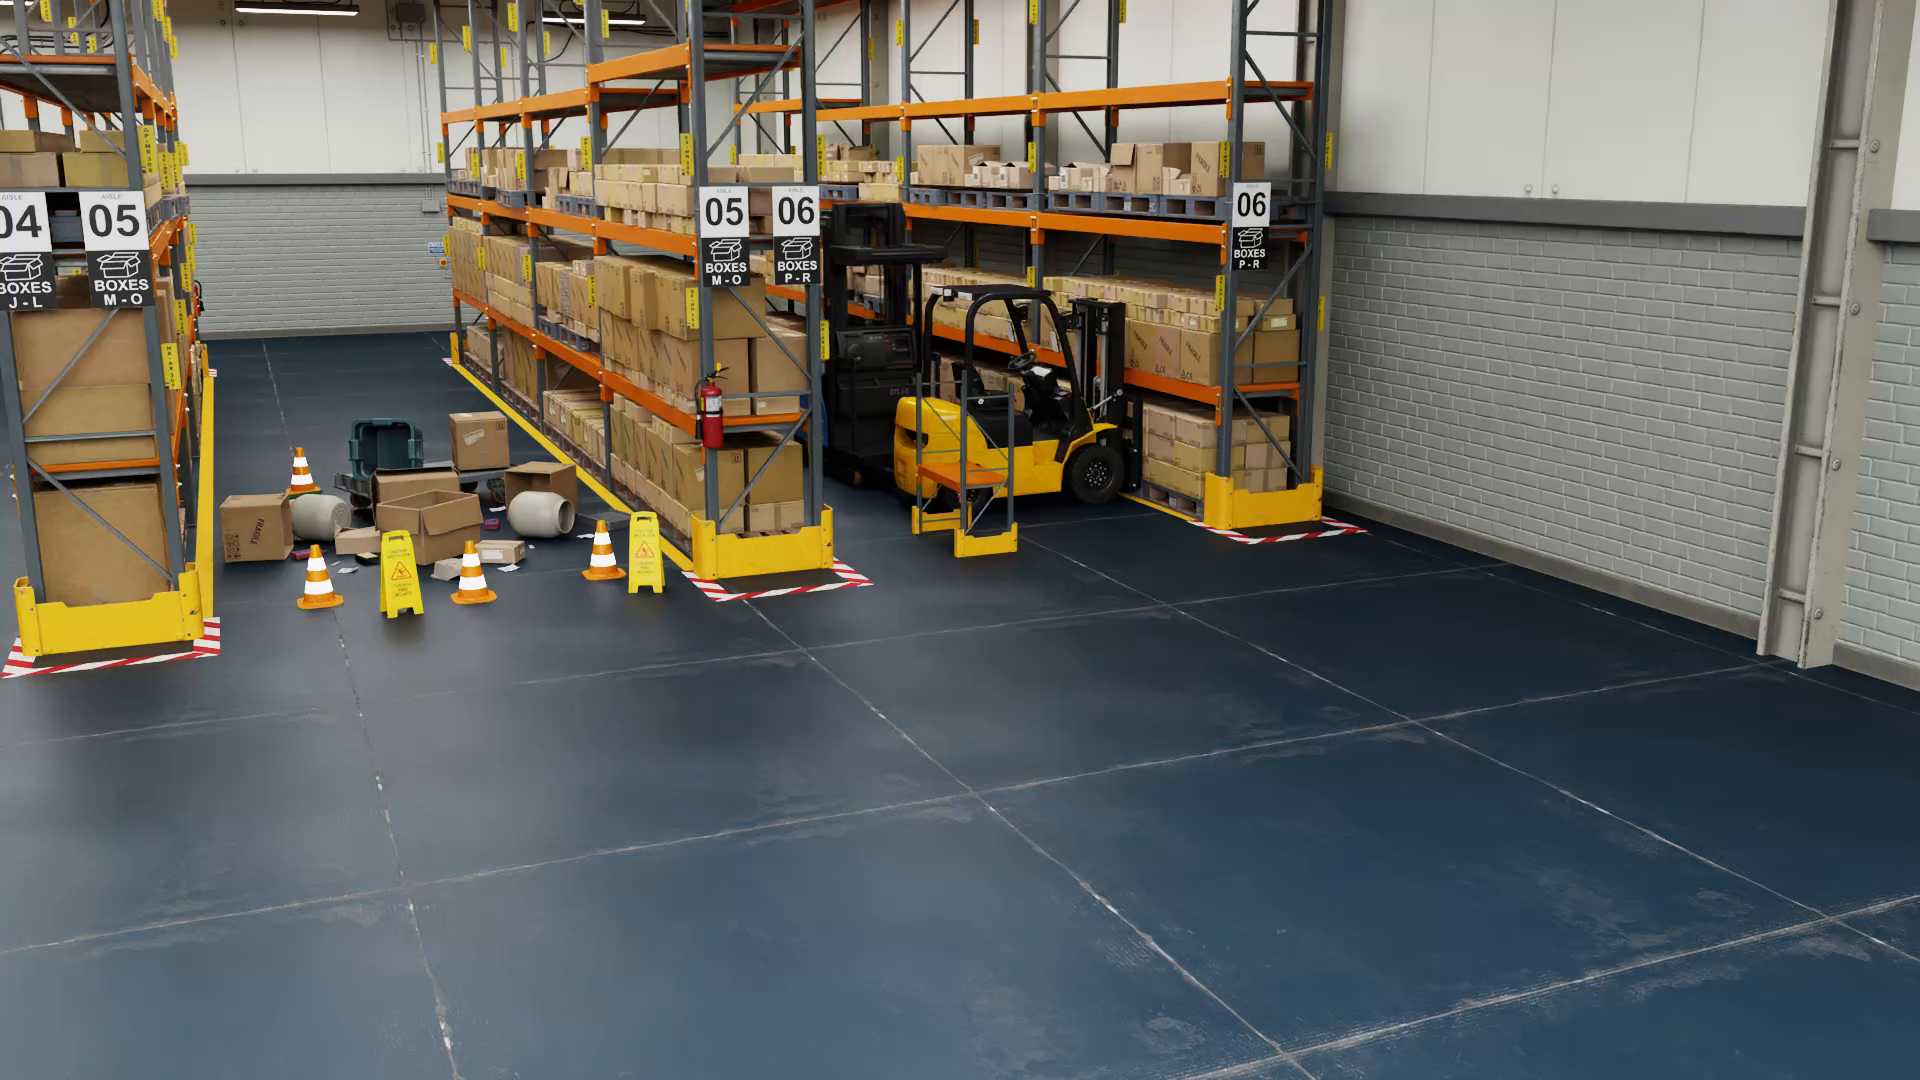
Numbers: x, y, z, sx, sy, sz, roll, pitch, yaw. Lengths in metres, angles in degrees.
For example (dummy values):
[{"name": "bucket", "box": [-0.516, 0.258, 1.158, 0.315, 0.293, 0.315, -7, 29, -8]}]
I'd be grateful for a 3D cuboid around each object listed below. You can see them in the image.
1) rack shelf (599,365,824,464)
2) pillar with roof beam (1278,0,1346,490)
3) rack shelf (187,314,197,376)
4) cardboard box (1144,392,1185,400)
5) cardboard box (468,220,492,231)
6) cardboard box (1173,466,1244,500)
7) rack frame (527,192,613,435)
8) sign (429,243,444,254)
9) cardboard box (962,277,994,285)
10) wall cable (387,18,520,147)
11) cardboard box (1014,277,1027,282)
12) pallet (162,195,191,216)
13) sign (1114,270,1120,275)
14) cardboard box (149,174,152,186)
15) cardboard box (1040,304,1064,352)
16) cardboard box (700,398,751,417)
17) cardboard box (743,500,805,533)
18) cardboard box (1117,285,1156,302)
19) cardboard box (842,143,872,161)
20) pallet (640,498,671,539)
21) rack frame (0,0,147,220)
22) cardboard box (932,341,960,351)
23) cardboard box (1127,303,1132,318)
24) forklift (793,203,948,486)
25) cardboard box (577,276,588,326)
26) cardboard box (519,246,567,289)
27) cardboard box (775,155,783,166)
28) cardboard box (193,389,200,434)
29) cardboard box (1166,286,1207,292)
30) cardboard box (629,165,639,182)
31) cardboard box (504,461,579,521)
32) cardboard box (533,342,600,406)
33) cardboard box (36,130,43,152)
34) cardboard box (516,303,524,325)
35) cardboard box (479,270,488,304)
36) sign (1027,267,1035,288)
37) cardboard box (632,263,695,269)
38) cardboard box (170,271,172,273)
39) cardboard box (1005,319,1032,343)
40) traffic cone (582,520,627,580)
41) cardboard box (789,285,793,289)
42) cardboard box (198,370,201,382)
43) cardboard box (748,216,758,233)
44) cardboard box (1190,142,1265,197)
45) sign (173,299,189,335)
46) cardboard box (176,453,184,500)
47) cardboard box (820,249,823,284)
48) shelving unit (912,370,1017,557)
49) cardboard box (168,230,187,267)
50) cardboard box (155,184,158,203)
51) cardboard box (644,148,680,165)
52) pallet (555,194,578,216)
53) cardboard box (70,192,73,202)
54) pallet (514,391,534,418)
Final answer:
[{"name": "rack shelf", "box": [-2.440, -1.260, 15.636, 1.077, 0.370, 4.000, -6, 14, -23]}, {"name": "pillar with roof beam", "box": [-0.490, -4.405, 14.327, 9.100, 9.000, 0.400, -6, 14, -23]}, {"name": "rack shelf", "box": [-10.139, -2.445, 20.755, 1.077, 0.370, 4.000, -6, 14, -23]}, {"name": "cardboard box", "box": [2.296, -1.428, 17.718, 0.500, 0.250, 0.500, -6, 14, -24]}, {"name": "cardboard box", "box": [-7.427, -4.882, 25.815, 0.380, 0.149, 0.250, -6, 14, -23]}, {"name": "cardboard box", "box": [2.430, -0.580, 16.269, 0.500, 0.250, 0.500, -6, 14, -23]}, {"name": "rack frame", "box": [-4.843, -2.850, 20.911, 1.000, 3.000, 0.127, -6, 14, -23]}, {"name": "sign", "box": [-10.397, -5.805, 33.082, 0.327, 0.218, 0.001, -6, 14, -23]}, {"name": "cardboard box", "box": [0.249, -3.197, 20.750, 0.380, 0.149, 0.250, -6, 14, -24]}, {"name": "wall cable", "box": [-9.894, -8.643, 32.635, 2.355, 3.000, 0.029, -6, 14, -23]}, {"name": "cardboard box", "box": [0.899, -3.197, 20.753, 0.380, 0.149, 0.250, -6, 14, -23]}, {"name": "pallet", "box": [-9.032, -3.623, 18.018, 1.213, 0.211, 1.003, -5, 14, -20]}, {"name": "sign", "box": [1.814, -2.983, 19.392, 0.100, 0.325, 0.005, -6, 14, -23]}, {"name": "cardboard box", "box": [-6.499, -2.847, 12.768, 0.500, 0.250, 0.500, -6, 14, -23]}, {"name": "cardboard box", "box": [1.244, -2.406, 18.771, 0.500, 0.500, 0.500, -6, 14, -25]}, {"name": "cardboard box", "box": [-1.984, -1.133, 14.048, 0.380, 0.149, 0.250, -5, 14, -21]}, {"name": "cardboard box", "box": [-1.708, -0.254, 14.860, 0.500, 0.250, 0.500, -6, 14, -23]}, {"name": "cardboard box", "box": [1.866, -2.581, 17.428, 0.380, 0.149, 0.250, -6, 14, -23]}, {"name": "cardboard box", "box": [-1.577, -5.956, 25.504, 0.396, 0.266, 0.258, -6, 14, -23]}, {"name": "pallet", "box": [-2.447, -0.277, 15.978, 1.003, 0.211, 1.213, -6, 14, -23]}, {"name": "rack frame", "box": [-6.134, -3.652, 11.071, 1.000, 3.000, 0.127, -6, 14, -23]}, {"name": "cardboard box", "box": [-0.220, -2.738, 23.600, 0.380, 0.149, 0.250, -5, 14, -20]}, {"name": "cardboard box", "box": [1.959, -2.380, 17.219, 0.380, 0.149, 0.250, -6, 14, -23]}, {"name": "forklift", "box": [-0.805, -2.118, 17.901, 1.130, 2.935, 3.031, -7, 15, -26]}, {"name": "cardboard box", "box": [-3.836, -2.599, 18.013, 0.500, 0.500, 0.500, -6, 14, -23]}, {"name": "cardboard box", "box": [-5.290, -3.469, 21.146, 0.500, 0.500, 0.500, -6, 14, -24]}, {"name": "cardboard box", "box": [-2.728, -6.194, 27.273, 0.500, 0.250, 0.500, -5, 14, -22]}, {"name": "cardboard box", "box": [-9.388, -1.538, 19.854, 0.500, 0.500, 0.500, -6, 14, -25]}, {"name": "cardboard box", "box": [2.376, -2.567, 17.367, 0.380, 0.149, 0.250, -6, 14, -23]}, {"name": "cardboard box", "box": [-2.842, -3.392, 15.391, 0.380, 0.149, 0.250, -6, 14, -24]}, {"name": "cardboard box", "box": [-4.058, -0.463, 16.134, 0.500, 0.500, 0.500, 4, 14, 16]}, {"name": "cardboard box", "box": [-5.044, -2.170, 21.752, 0.875, 0.875, 0.875, -6, 14, -23]}, {"name": "cardboard box", "box": [-6.678, -2.800, 11.681, 0.380, 0.149, 0.250, -6, 14, -23]}, {"name": "cardboard box", "box": [-5.503, -2.962, 21.728, 0.500, 0.250, 0.500, -5, 14, -22]}, {"name": "cardboard box", "box": [-6.865, -3.798, 24.785, 0.500, 0.500, 0.500, -5, 14, -22]}, {"name": "sign", "box": [0.812, -2.947, 18.939, 0.100, 0.325, 0.005, -6, 14, -23]}, {"name": "cardboard box", "box": [-2.610, -2.281, 15.352, 0.700, 0.500, 0.500, -6, 14, -23]}, {"name": "cardboard box", "box": [-10.391, -3.406, 21.620, 0.380, 0.149, 0.250, -6, 14, -25]}, {"name": "cardboard box", "box": [0.864, -2.480, 19.645, 0.500, 0.250, 0.500, -5, 14, -22]}, {"name": "traffic cone", "box": [-2.993, 0.067, 13.936, 0.336, 0.463, 0.334, -6, 14, -23]}, {"name": "cardboard box", "box": [-2.589, -4.206, 27.328, 0.380, 0.149, 0.250, -5, 14, -21]}, {"name": "cardboard box", "box": [-10.793, -2.273, 23.149, 0.380, 0.149, 0.250, -5, 14, -20]}, {"name": "cardboard box", "box": [-1.661, -2.680, 14.082, 0.380, 0.149, 0.250, -6, 14, -25]}, {"name": "cardboard box", "box": [2.507, -3.479, 15.602, 0.500, 0.500, 0.500, -5, 14, -21]}, {"name": "sign", "box": [-7.228, -2.066, 15.430, 0.100, 0.325, 0.005, -6, 14, -23]}, {"name": "cardboard box", "box": [-8.067, -0.784, 16.044, 1.050, 0.750, 0.750, -6, 14, -23]}, {"name": "cardboard box", "box": [-1.910, -4.259, 25.844, 0.700, 0.500, 0.500, -5, 14, -22]}, {"name": "shelving unit", "box": [0.031, -0.715, 15.013, 0.587, 1.500, 1.083, -6, 14, -23]}, {"name": "cardboard box", "box": [-10.898, -4.004, 22.800, 0.500, 0.500, 0.500, -5, 14, -22]}, {"name": "cardboard box", "box": [-6.785, -2.838, 13.613, 0.380, 0.149, 0.250, -6, 14, -23]}, {"name": "cardboard box", "box": [-3.317, -4.119, 18.034, 0.500, 0.250, 0.500, -6, 14, -24]}, {"name": "pallet", "box": [-3.809, -3.744, 18.541, 1.213, 0.211, 1.003, -6, 14, -23]}, {"name": "cardboard box", "box": [-7.597, -2.885, 13.815, 0.380, 0.149, 0.250, -6, 14, -24]}, {"name": "pallet", "box": [-5.575, -1.913, 23.046, 1.003, 0.211, 1.213, -6, 14, -23]}]
